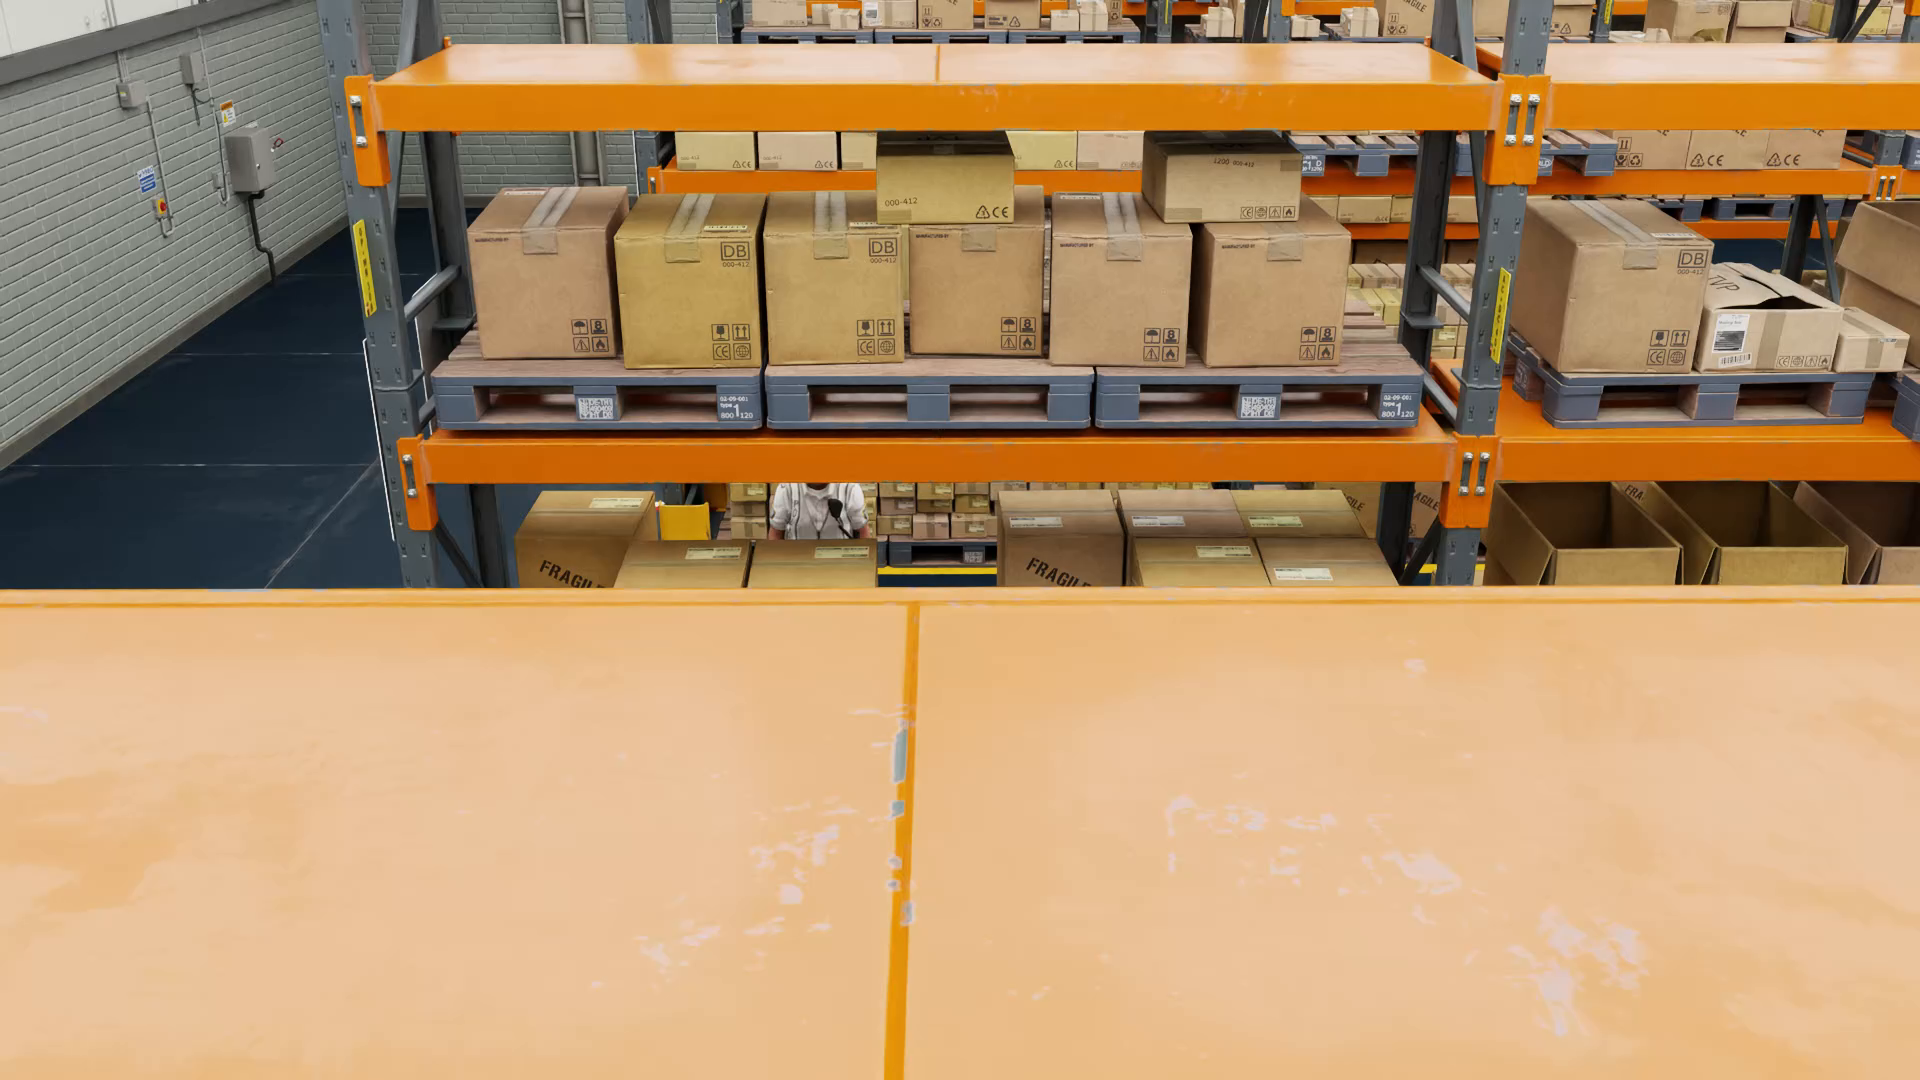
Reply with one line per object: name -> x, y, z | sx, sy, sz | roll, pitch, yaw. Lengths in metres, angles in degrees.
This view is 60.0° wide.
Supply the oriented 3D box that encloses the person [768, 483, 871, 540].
person -> -0.810, 0.200, 9.643 | 0.597, 1.748, 0.432 | -1, 24, -2
